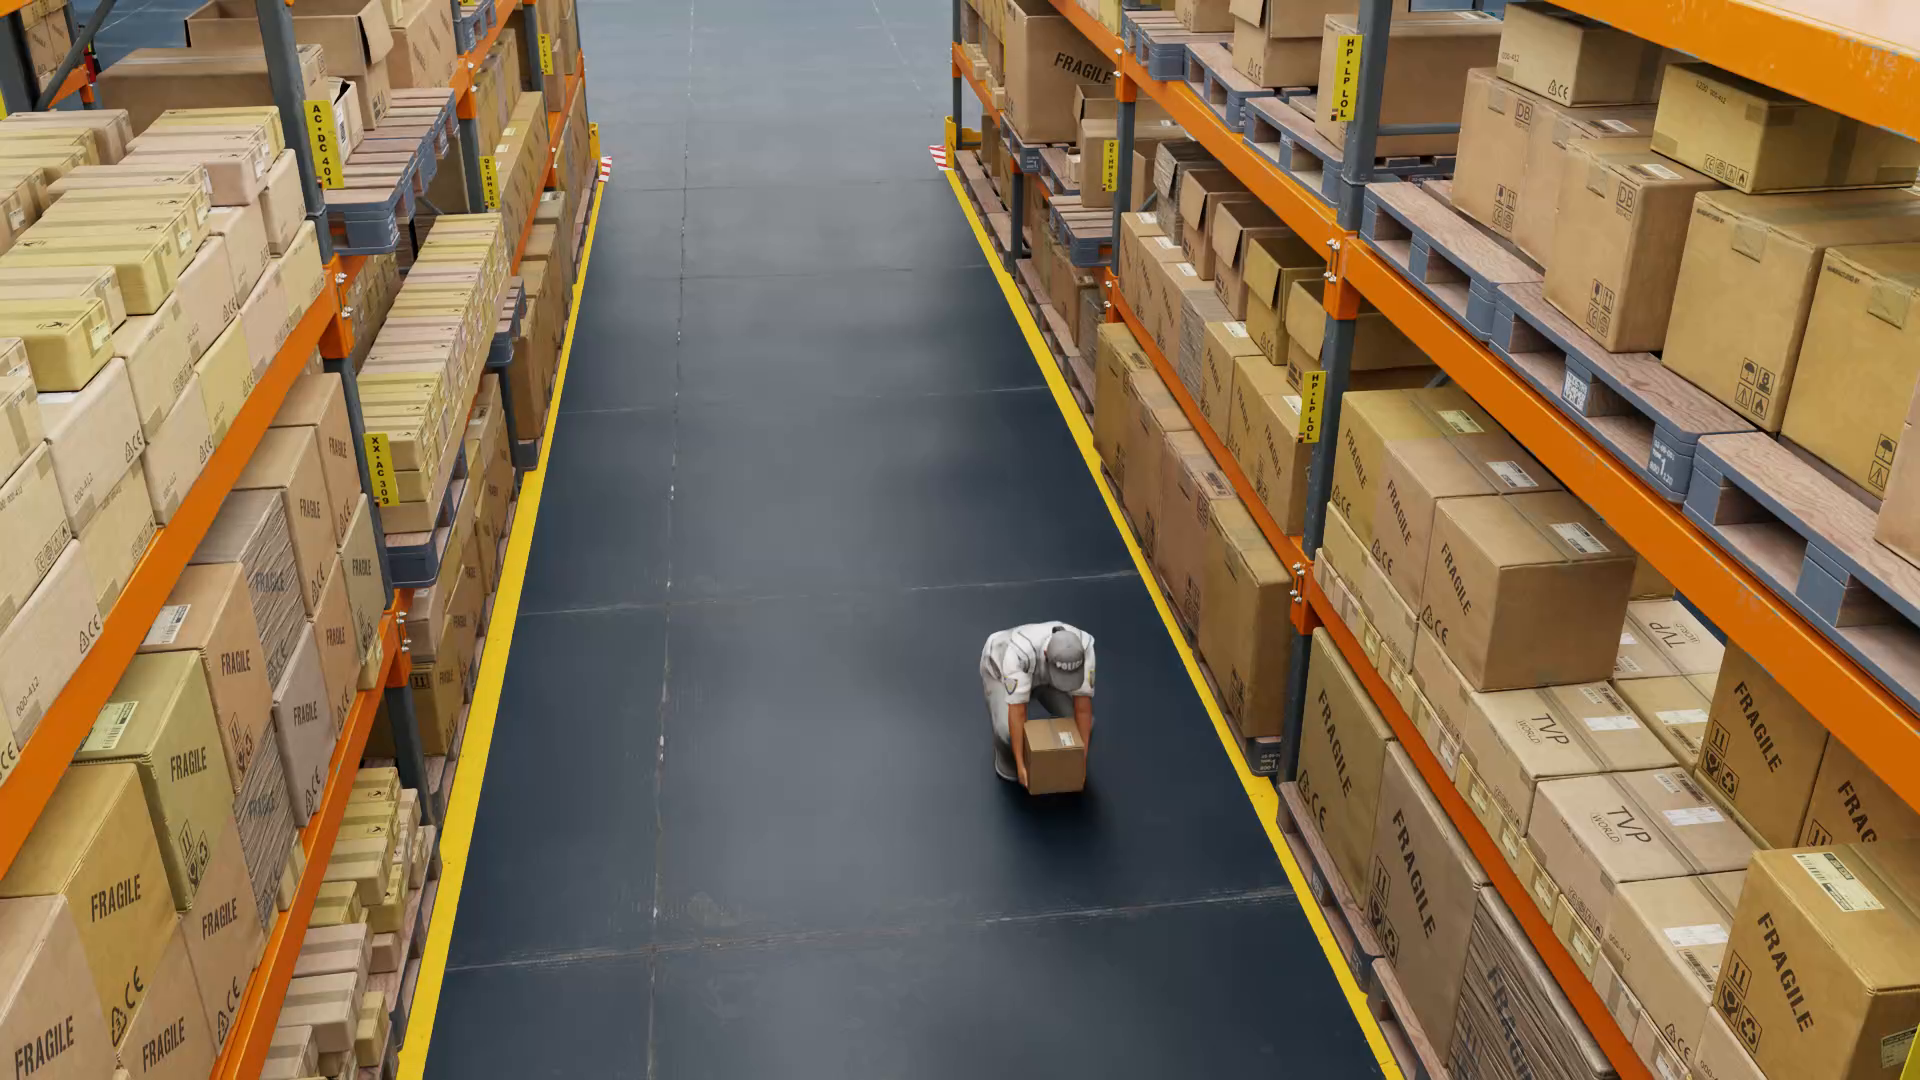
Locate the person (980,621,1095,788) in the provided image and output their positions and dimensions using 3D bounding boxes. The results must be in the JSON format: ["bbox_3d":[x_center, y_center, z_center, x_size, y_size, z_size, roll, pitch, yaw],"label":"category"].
[{"bbox_3d":[0.386,0.727,8.005,0.505,0.950,0.875,-5,28,-10],"label":"person"}]
